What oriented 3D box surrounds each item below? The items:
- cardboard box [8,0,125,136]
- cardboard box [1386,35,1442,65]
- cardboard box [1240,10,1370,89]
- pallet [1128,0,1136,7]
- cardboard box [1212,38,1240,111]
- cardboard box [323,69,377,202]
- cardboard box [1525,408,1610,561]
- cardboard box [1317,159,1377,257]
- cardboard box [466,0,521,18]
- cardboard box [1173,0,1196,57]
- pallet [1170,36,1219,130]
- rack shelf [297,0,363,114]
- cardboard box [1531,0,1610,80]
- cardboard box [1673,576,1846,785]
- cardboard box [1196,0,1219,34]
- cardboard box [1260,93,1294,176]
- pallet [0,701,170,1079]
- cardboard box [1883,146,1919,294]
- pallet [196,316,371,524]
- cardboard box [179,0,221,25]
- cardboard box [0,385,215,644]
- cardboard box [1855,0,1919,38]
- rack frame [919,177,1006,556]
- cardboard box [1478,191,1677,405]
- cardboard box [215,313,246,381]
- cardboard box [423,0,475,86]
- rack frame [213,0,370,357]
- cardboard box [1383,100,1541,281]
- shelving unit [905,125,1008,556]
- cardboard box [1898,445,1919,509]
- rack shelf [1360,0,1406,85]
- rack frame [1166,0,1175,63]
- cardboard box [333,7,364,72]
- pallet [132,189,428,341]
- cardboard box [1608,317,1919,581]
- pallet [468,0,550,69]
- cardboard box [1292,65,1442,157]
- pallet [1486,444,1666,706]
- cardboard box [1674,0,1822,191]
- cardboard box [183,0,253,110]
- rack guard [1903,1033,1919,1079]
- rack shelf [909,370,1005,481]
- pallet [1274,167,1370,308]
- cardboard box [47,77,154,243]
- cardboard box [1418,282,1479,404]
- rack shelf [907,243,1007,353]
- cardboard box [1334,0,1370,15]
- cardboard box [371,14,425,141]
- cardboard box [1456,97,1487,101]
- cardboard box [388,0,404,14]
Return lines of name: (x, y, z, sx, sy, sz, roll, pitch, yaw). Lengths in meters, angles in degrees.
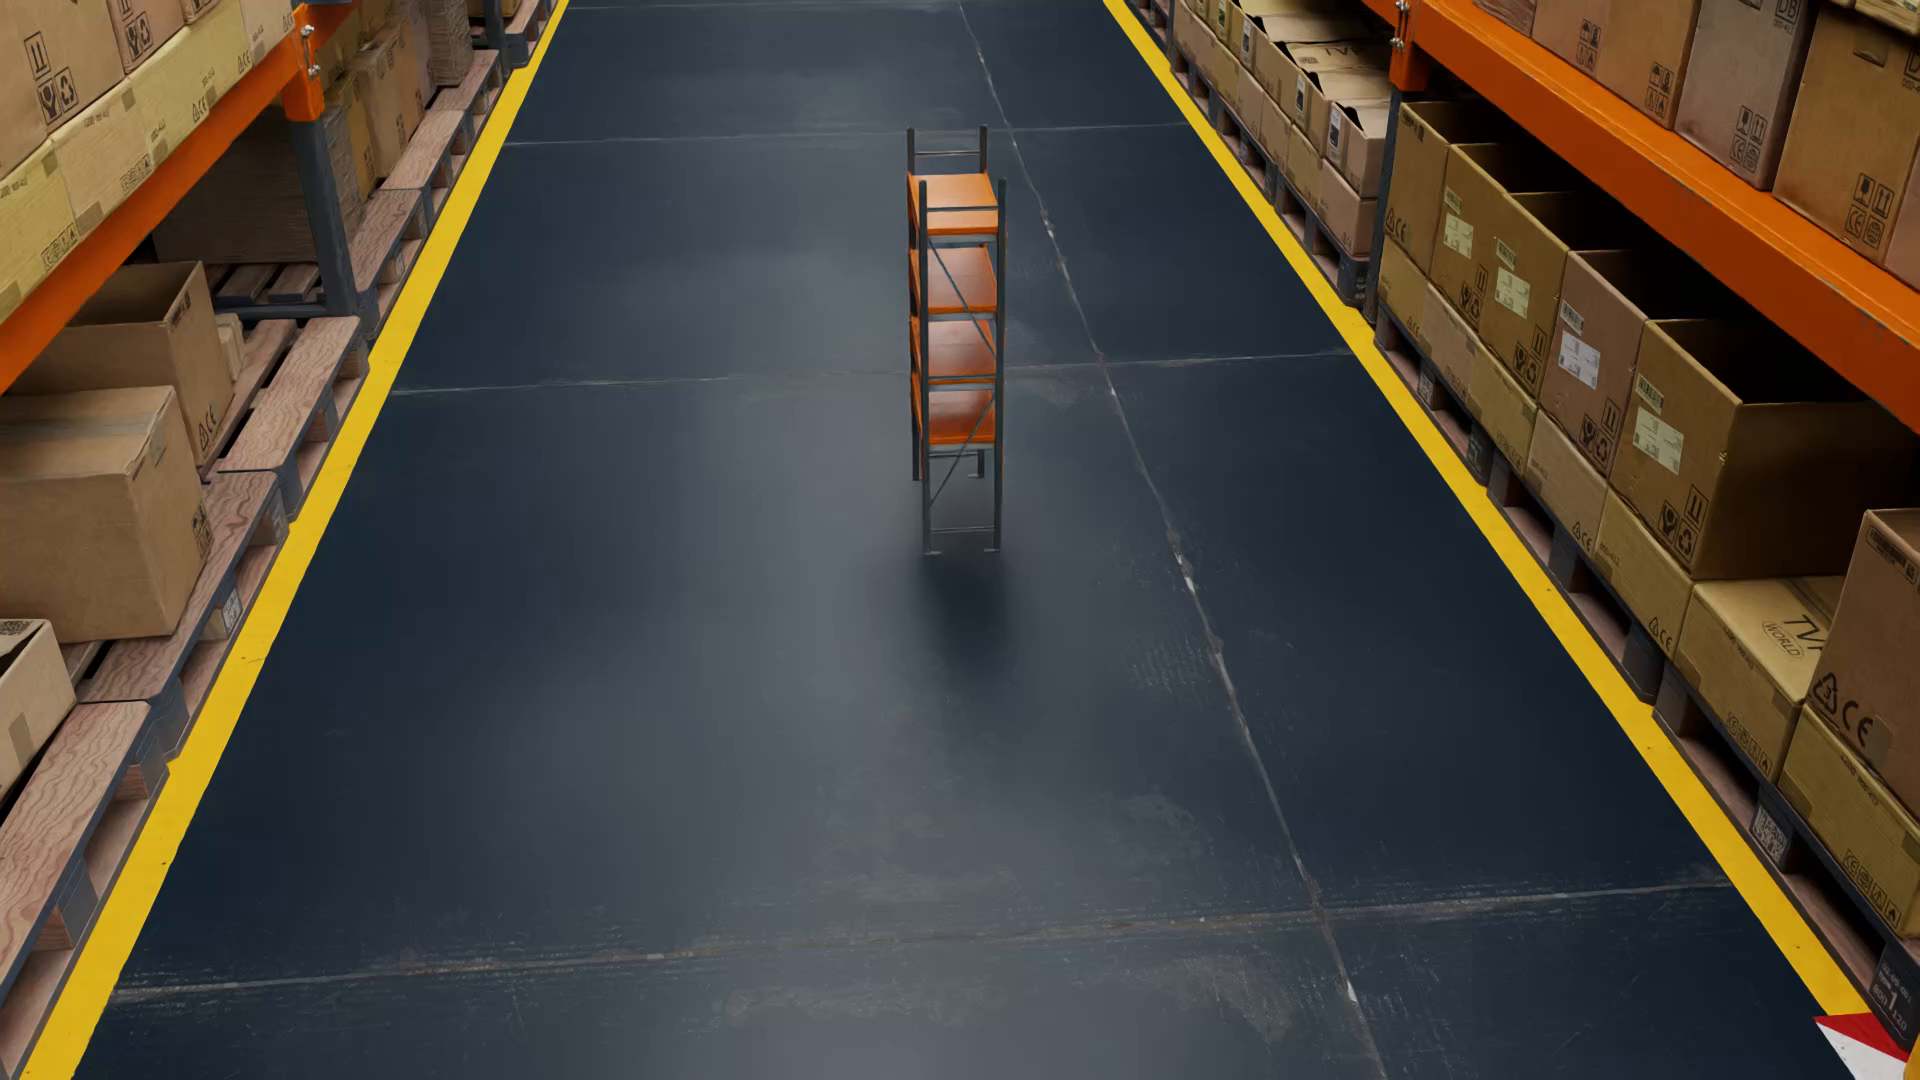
cardboard box: (-2.299, -1.222, 3.766, 0.500, 0.500, 0.500, -2, 31, -3)
cardboard box: (2.261, -2.183, 7.704, 0.500, 0.311, 0.500, -4, 31, -6)
cardboard box: (1.677, -2.410, 8.084, 0.500, 0.311, 0.500, -3, 31, -5)
pallet: (1.626, -4.048, 11.822, 1.003, 0.211, 1.213, -3, 31, -5)
cardboard box: (1.628, -2.438, 8.678, 0.500, 0.250, 0.500, -4, 31, -6)
cardboard box: (-2.973, -1.712, 7.199, 0.700, 0.500, 0.500, -3, 31, -6)
cardboard box: (2.020, -0.182, 4.901, 0.500, 0.250, 0.500, -3, 31, -5)
cardboard box: (1.815, -1.397, 6.935, 0.500, 0.250, 0.500, -3, 31, -5)
cardboard box: (-3.101, -3.641, 10.107, 0.750, 0.750, 0.750, -3, 31, -5)
cardboard box: (1.525, -2.960, 9.552, 0.500, 0.250, 0.500, -3, 31, -5)
pallet: (1.807, -2.622, 9.434, 1.003, 0.211, 1.213, -3, 31, -5)
rack shelf: (-2.976, -2.672, 7.500, 1.077, 0.370, 4.000, -3, 31, -5)
cardboard box: (2.246, -1.747, 5.152, 0.700, 0.500, 0.500, -3, 31, -5)
cardboard box: (2.113, 0.329, 4.046, 0.500, 0.250, 0.500, -3, 31, -5)
cardboard box: (1.583, -2.933, 8.959, 0.500, 0.311, 0.500, -3, 31, -6)
cardboard box: (1.722, -1.916, 7.805, 0.500, 0.250, 0.500, -2, 31, -3)
pallet: (-2.463, 0.824, 3.664, 1.003, 0.211, 1.213, -3, 31, -5)
cardboard box: (2.432, -0.707, 3.410, 0.700, 0.500, 0.500, -2, 31, -3)
pallet: (-2.691, -0.421, 5.750, 1.003, 0.211, 1.213, -3, 31, -5)
cardboard box: (-2.385, -1.745, 4.641, 0.500, 0.500, 0.500, -3, 31, -5)
cardboard box: (-2.462, -0.059, 4.432, 0.700, 0.500, 0.500, -5, 31, -8)
cardboard box: (2.195, -1.191, 3.588, 0.380, 0.149, 0.250, -2, 31, -3)
rack frame: (0.007, -0.475, 4.875, 0.240, 1.200, 0.015, -3, 31, -5)
cardboard box: (1.968, -0.758, 5.135, 0.500, 0.500, 0.500, -3, 31, -5)
cardboard box: (-2.709, -0.661, 5.765, 0.380, 0.166, 0.250, -7, 32, -11)
cardboard box: (-3.044, -2.753, 8.942, 0.700, 0.500, 0.500, -2, 31, -4)
rack frame: (-2.789, -1.960, 5.606, 1.000, 3.000, 0.127, -3, 31, -5)
cardboard box: (1.874, -1.269, 5.990, 0.500, 0.500, 0.500, -3, 31, -5)
shelving unit: (-0.015, -0.600, 5.084, 0.258, 1.200, 0.503, -3, 31, -5)
cardboard box: (2.580, -0.273, 4.322, 0.500, 0.500, 0.500, -3, 31, -5)
rack shelf: (1.956, -2.911, 7.900, 1.077, 0.370, 4.000, -3, 31, -5)
rack frame: (1.769, -4.241, 9.425, 1.000, 3.000, 0.127, -3, 31, -5)
cardboard box: (-2.971, -2.263, 7.390, 0.500, 0.250, 0.500, -4, 31, -6)
pallet: (-2.863, -1.160, 6.986, 1.003, 0.211, 1.213, -3, 31, -5)
cardboard box: (2.062, -0.248, 4.281, 0.500, 0.500, 0.500, -3, 31, -5)
pallet: (-3.161, -3.211, 10.420, 1.003, 0.211, 1.213, -3, 31, -5)
cardboard box: (1.765, -1.898, 7.227, 0.500, 0.311, 0.500, -2, 31, -3)
pallet: (2.292, 0.030, 4.993, 1.003, 0.211, 1.213, -3, 31, -5)
cardboard box: (2.338, -1.229, 4.285, 0.700, 0.500, 0.500, -2, 31, -3)
cardboard box: (-2.405, -1.422, 4.832, 0.500, 0.250, 0.500, -3, 31, -4)
rack guard: (2.519, 0.929, 3.208, 1.175, 0.500, 0.348, -3, 31, -5)
rack shelf: (-0.015, -0.371, 5.220, 0.258, 0.148, 0.480, -3, 31, -5)
pallet: (2.035, -1.376, 7.348, 1.003, 0.211, 1.213, -3, 31, -5)
cardboard box: (-2.294, -0.909, 3.974, 0.500, 0.250, 0.500, -2, 31, -4)
cardboard box: (1.926, -0.692, 5.755, 0.500, 0.250, 0.500, -3, 31, -5)
rack shelf: (-0.015, -0.734, 5.004, 0.258, 0.148, 0.480, -3, 31, -5)
cardboard box: (2.163, -2.703, 8.576, 0.500, 0.311, 0.500, -3, 31, -5)
cardboard box: (-3.037, -2.232, 8.070, 0.700, 0.500, 0.500, -3, 31, -5)
cardboard box: (2.352, -1.663, 6.833, 0.500, 0.311, 0.500, -3, 31, -4)
cardboard box: (-3.053, -2.781, 8.257, 0.500, 0.250, 0.500, -2, 31, -4)
